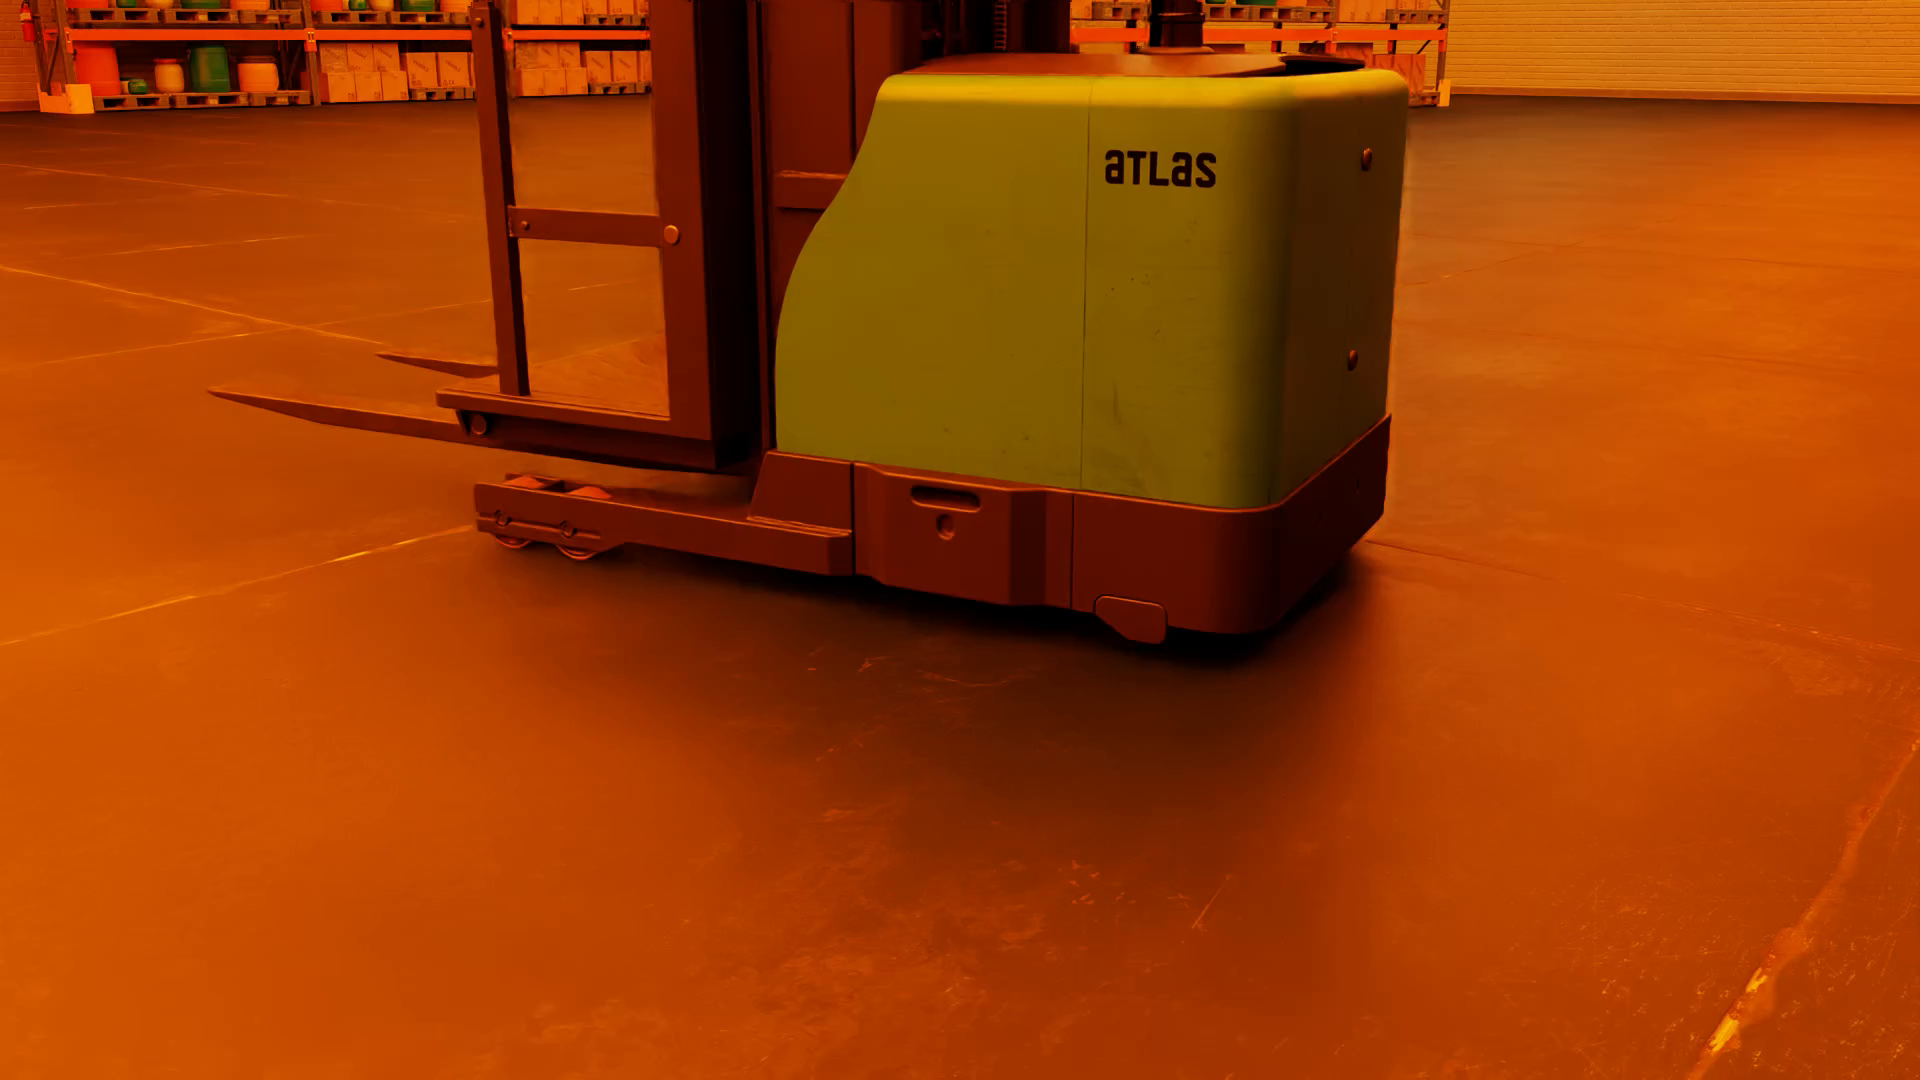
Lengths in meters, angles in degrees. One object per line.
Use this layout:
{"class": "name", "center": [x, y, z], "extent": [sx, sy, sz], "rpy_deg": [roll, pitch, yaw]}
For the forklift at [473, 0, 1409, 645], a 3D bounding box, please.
{"class": "forklift", "center": [-0.554, -1.483, 3.780], "extent": [3.031, 2.935, 1.130], "rpy_deg": [8, 19, 26]}
